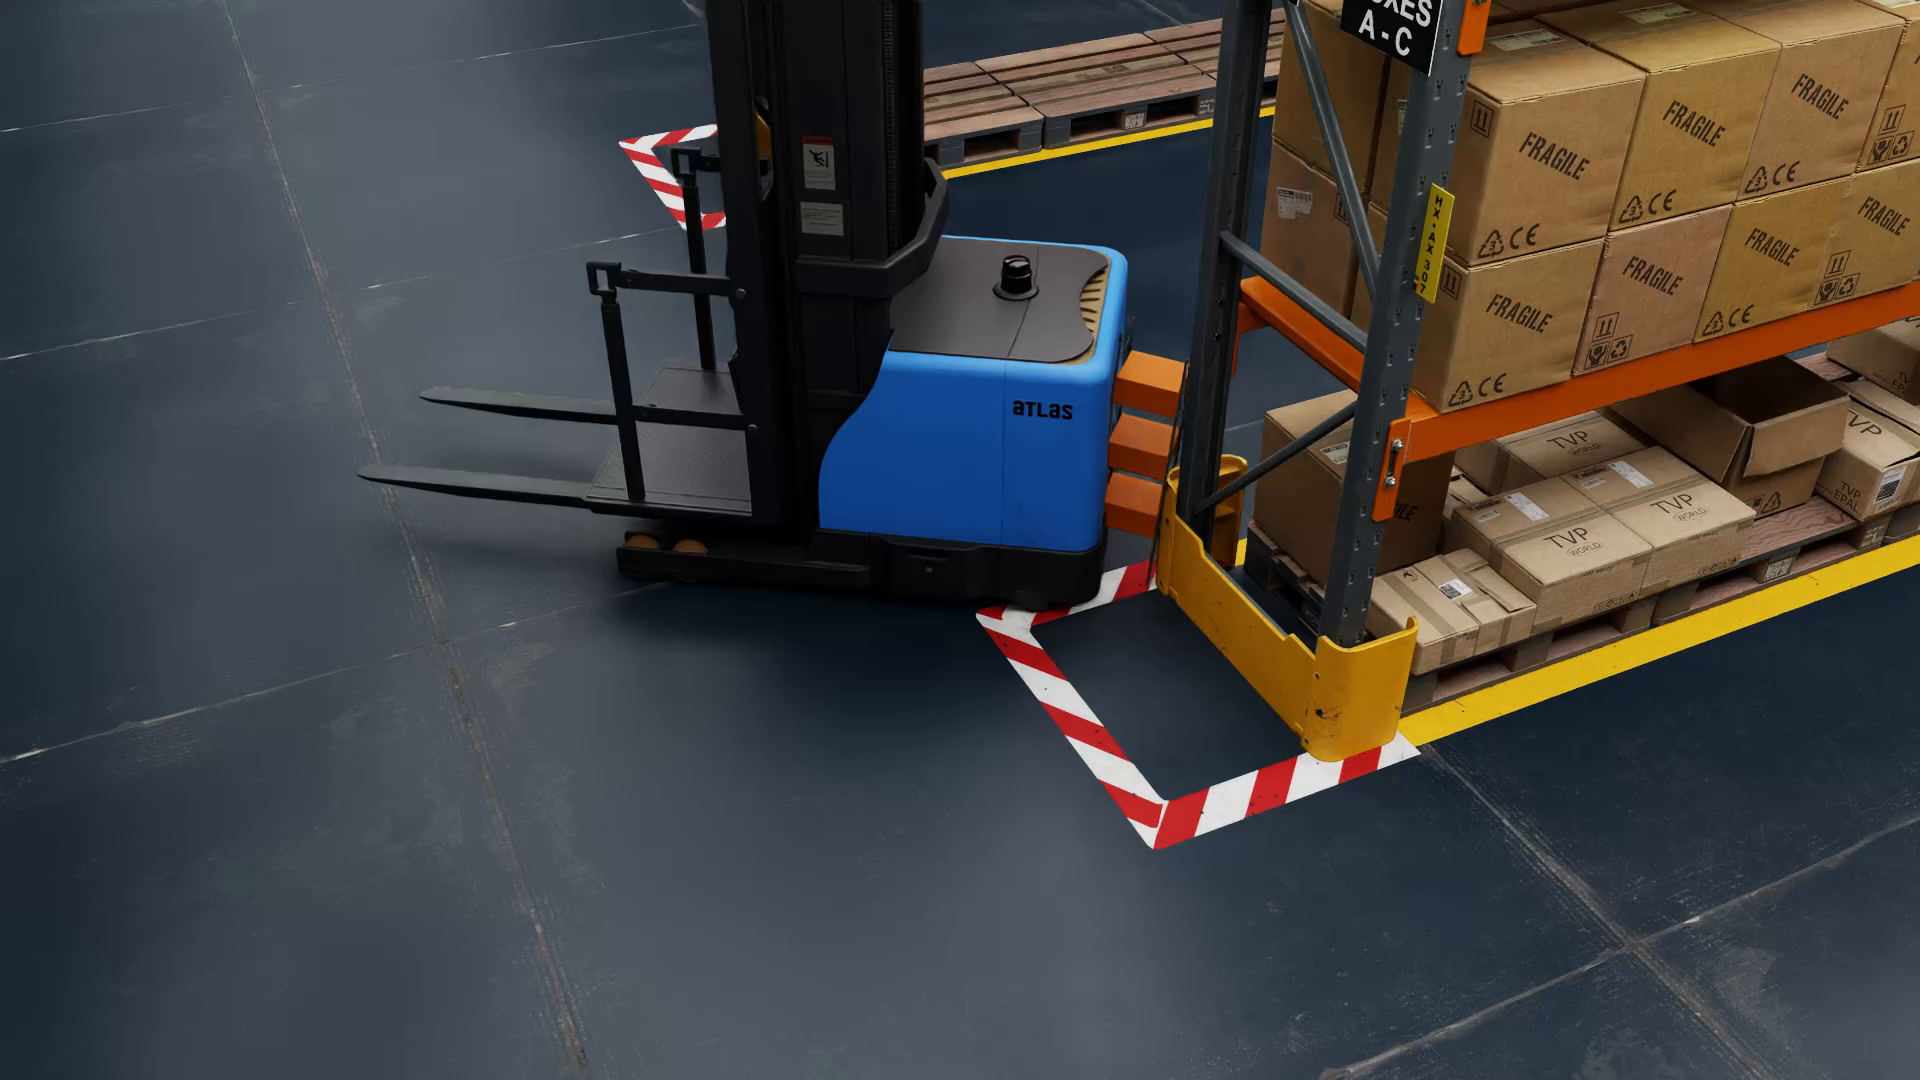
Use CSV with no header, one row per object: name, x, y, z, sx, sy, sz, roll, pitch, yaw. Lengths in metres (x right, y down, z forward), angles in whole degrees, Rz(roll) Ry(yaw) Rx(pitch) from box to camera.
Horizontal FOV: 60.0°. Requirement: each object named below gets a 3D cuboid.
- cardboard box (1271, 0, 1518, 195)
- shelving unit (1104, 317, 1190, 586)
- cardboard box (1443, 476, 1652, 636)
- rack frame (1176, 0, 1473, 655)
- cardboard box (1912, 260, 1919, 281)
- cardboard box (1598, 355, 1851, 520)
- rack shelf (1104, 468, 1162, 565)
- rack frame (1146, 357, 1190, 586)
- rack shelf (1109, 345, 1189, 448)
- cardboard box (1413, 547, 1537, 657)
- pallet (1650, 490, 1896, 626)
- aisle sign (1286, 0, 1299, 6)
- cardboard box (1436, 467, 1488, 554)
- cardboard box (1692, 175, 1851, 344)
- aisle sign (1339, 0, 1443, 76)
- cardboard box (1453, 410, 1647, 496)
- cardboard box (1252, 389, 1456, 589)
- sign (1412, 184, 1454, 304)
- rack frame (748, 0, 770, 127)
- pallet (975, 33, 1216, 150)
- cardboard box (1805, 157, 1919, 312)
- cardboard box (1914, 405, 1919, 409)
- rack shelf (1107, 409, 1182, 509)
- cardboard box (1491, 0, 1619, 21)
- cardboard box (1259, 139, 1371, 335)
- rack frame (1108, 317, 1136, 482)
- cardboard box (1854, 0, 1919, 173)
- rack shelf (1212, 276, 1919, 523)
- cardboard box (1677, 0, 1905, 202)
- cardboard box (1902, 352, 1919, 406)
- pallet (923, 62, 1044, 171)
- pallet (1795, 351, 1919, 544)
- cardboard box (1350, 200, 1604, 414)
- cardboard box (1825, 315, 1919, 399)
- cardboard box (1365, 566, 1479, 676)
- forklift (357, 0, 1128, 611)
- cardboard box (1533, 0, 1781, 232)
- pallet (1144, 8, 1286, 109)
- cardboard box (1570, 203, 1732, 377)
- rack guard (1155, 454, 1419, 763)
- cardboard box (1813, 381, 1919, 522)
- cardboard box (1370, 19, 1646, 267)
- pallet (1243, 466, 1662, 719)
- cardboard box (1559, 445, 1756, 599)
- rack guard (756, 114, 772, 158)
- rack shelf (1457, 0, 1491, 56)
cardboard box,1.365,-1.468,5.288,0.500,0.500,0.500,-16,39,-20
shelving unit,0.683,-0.316,6.282,0.252,1.050,0.215,16,40,13
cardboard box,2.144,0.051,6.102,0.500,0.250,0.500,-16,39,-20
rack frame,1.079,-0.766,5.264,0.127,3.000,1.000,-16,39,-20
cardboard box,3.426,-1.291,5.888,0.500,0.500,0.500,-15,39,-19
cardboard box,3.001,-0.474,6.597,0.637,0.503,0.797,-16,39,-20
rack shelf,0.665,-0.091,6.462,0.240,0.259,0.215,16,40,13
rack frame,0.797,-0.283,6.253,0.008,1.050,0.200,16,40,13
rack shelf,0.700,-0.528,6.110,0.240,0.259,0.215,16,40,13
cardboard box,1.830,0.212,5.956,0.250,0.166,0.380,-16,39,-20
pallet,2.972,-0.173,6.807,1.213,0.211,1.003,-16,39,-20
aisle sign,0.887,-1.958,4.689,0.004,0.787,0.394,-16,39,-20
cardboard box,1.871,-0.129,6.415,0.250,0.166,0.380,-16,39,-20
cardboard box,2.513,-1.035,5.543,0.500,0.500,0.500,-16,39,-20
aisle sign,1.142,-1.634,4.253,0.004,0.787,0.394,-16,39,-20
cardboard box,2.339,-0.333,6.619,0.500,0.250,0.500,-16,39,-20
cardboard box,1.466,-0.209,6.242,0.500,0.500,0.500,-16,39,-20
sign,1.309,-0.821,4.612,0.005,0.325,0.100,-16,39,-20
rack frame,-1.023,-3.438,8.867,0.127,3.000,1.000,-16,39,-20
pallet,0.843,-2.812,10.364,1.213,0.211,1.003,-16,39,-20
cardboard box,2.966,-1.160,5.713,0.500,0.500,0.500,-15,39,-19
cardboard box,3.991,-0.385,6.775,0.250,0.149,0.380,-16,39,-20
rack shelf,0.682,-0.307,6.288,0.240,0.259,0.215,16,40,13
cardboard box,1.822,-1.597,5.461,0.500,0.500,0.500,-15,39,-19
cardboard box,1.369,-1.066,5.585,0.500,0.500,0.500,-14,39,-19
rack frame,0.569,-0.348,6.310,0.008,1.050,0.200,16,40,13
cardboard box,2.977,-1.567,5.421,0.500,0.500,0.500,-16,39,-20
rack shelf,2.889,-0.983,6.161,4.000,0.370,1.077,-16,39,-20
cardboard box,2.517,-1.438,5.247,0.500,0.500,0.500,-15,39,-19
cardboard box,4.304,-0.654,6.842,0.500,0.500,0.500,-16,39,-20
pallet,-0.259,-2.506,9.951,1.213,0.211,1.003,-16,39,-20
pallet,4.078,-0.485,7.226,1.213,0.211,1.003,-16,39,-20
cardboard box,1.592,-0.776,5.194,0.500,0.500,0.500,-15,39,-19
cardboard box,4.228,-0.885,7.313,0.500,0.311,0.500,-16,39,-20
cardboard box,1.604,0.282,5.875,0.250,0.149,0.380,-16,39,-20
forklift,-0.896,-1.315,6.063,3.031,2.935,1.130,5,37,7
cardboard box,2.062,-1.314,5.080,0.500,0.500,0.500,-15,39,-19
pallet,1.949,-3.123,10.784,1.213,0.211,1.003,-16,39,-20
cardboard box,2.057,-0.909,5.374,0.500,0.500,0.500,-16,39,-20
rack guard,1.148,0.219,6.035,0.348,0.500,1.175,-16,39,-20
cardboard box,3.626,-0.388,6.643,0.500,0.311,0.500,-16,39,-20
cardboard box,1.592,-1.177,4.896,0.500,0.500,0.500,-14,39,-19
pallet,1.869,0.133,6.394,1.213,0.211,1.003,-16,39,-20
cardboard box,2.597,-0.076,6.273,0.500,0.250,0.500,-16,39,-20
rack guard,-1.039,-2.421,9.594,0.348,0.500,1.175,-16,39,-20
rack shelf,2.889,-2.188,5.267,4.000,0.370,1.077,-16,39,-20
